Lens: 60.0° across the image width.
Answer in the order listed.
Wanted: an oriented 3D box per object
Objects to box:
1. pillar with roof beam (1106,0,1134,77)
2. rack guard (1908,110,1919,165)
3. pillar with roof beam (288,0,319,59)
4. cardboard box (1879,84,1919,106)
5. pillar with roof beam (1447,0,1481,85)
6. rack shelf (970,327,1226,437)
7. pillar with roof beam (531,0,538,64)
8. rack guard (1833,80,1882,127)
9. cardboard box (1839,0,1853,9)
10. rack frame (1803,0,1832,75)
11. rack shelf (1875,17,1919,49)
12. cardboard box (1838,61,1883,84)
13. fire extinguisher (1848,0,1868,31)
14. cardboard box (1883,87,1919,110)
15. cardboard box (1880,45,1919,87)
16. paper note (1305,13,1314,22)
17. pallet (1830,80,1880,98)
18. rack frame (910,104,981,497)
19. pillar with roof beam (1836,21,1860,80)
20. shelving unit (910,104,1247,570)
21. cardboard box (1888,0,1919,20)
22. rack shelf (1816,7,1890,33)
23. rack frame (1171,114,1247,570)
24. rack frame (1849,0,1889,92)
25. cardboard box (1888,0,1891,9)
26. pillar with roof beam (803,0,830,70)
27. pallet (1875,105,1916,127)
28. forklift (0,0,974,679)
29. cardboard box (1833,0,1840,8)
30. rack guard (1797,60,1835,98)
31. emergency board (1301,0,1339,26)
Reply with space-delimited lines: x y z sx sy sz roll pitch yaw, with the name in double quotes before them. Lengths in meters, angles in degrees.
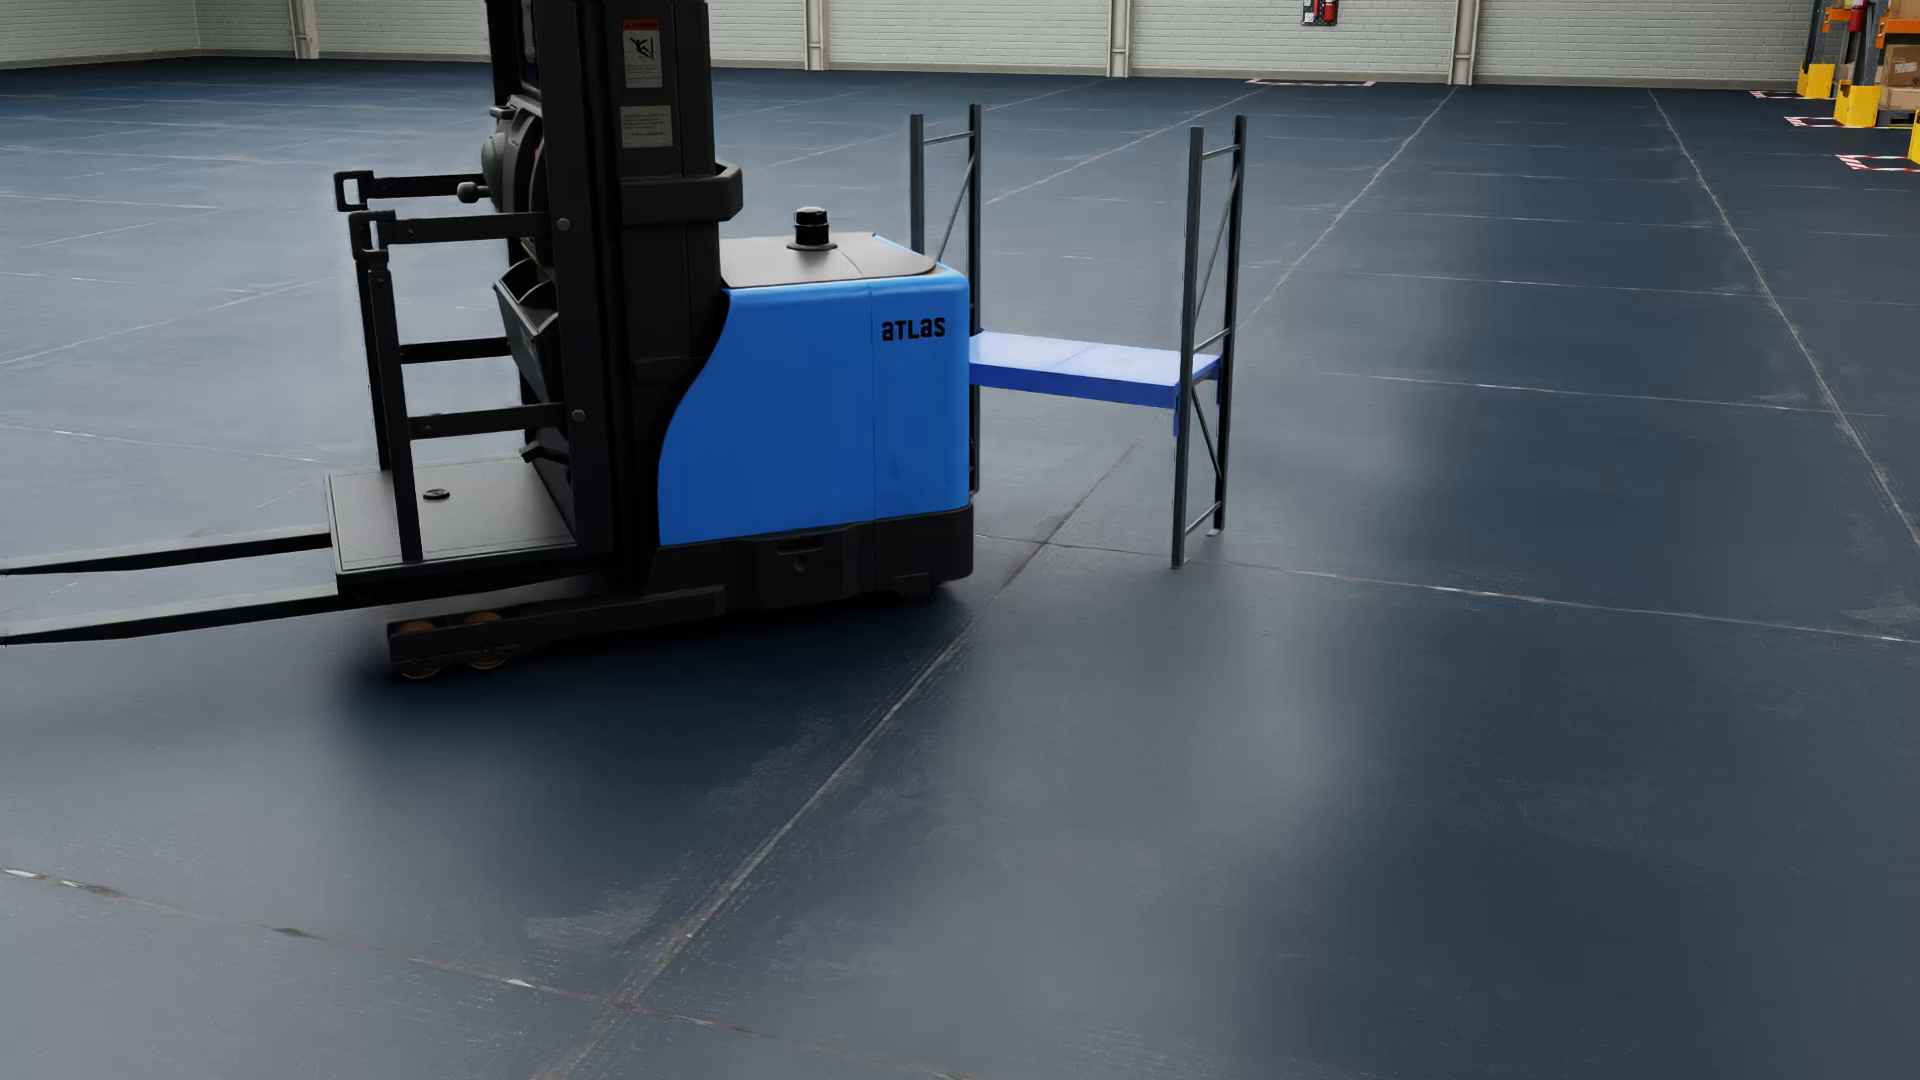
"pillar with roof beam" 1.493 -11.378 25.046 0.400 9.000 9.100 7 20 18
"rack guard" 10.132 -4.140 17.193 0.348 0.500 1.175 7 20 18
"pillar with roof beam" -15.510 -13.322 30.624 0.400 9.000 9.100 7 20 18
"cardboard box" 12.277 -5.787 21.661 0.500 0.250 0.500 7 20 18
"pillar with roof beam" 7.161 -10.730 23.187 0.400 9.000 9.100 7 20 18
"rack shelf" 0.407 -0.586 6.025 1.000 0.185 0.538 9 21 25
"pillar with roof beam" -9.843 -12.674 28.765 0.400 9.000 9.100 7 20 18
"rack guard" 11.651 -5.676 21.599 0.348 0.500 1.175 7 20 18
"cardboard box" 13.653 -8.181 25.187 0.500 0.250 0.500 6 20 16
"rack frame" 13.296 -8.394 25.600 0.127 3.000 1.000 7 20 18
"rack shelf" 13.563 -6.298 20.679 4.000 0.370 1.077 7 20 18
"cardboard box" 13.920 -7.230 25.676 0.500 0.311 0.500 4 20 12
"fire extinguisher" 11.715 -6.974 21.644 0.183 0.674 0.296 7 20 18
"cardboard box" 12.107 -5.626 21.199 0.500 0.250 0.500 7 20 18
"cardboard box" 12.278 -6.142 21.540 0.500 0.500 0.500 7 20 18
"paper note" 6.107 -9.139 29.076 0.142 0.148 0.016 7 20 18
"pallet" 14.124 -6.970 25.753 1.213 0.211 1.003 7 20 18
"rack frame" -0.047 -0.831 6.182 0.032 1.500 0.500 9 21 25
"pillar with roof beam" 12.828 -10.082 21.328 0.400 9.000 9.100 7 20 18
"shelving unit" 0.407 -0.756 5.965 1.048 1.500 0.538 9 21 25
"cardboard box" 12.111 -6.846 21.008 0.500 0.500 0.700 7 20 18
"rack shelf" 15.185 -7.838 25.099 4.000 0.370 1.077 7 20 18
"rack frame" 0.861 -0.680 5.749 0.032 1.500 0.500 9 21 25
"rack frame" 11.674 -6.854 21.181 0.127 3.000 1.000 7 20 18
"cardboard box" 14.148 -8.130 25.039 0.500 0.250 0.500 6 20 16
"pillar with roof beam" -4.175 -12.026 26.905 0.400 9.000 9.100 7 20 18
"pallet" 12.410 -5.467 21.440 1.213 0.211 1.003 7 20 18
"forklift" -1.524 -1.171 4.983 3.031 2.935 1.130 -7 21 -20
"cardboard box" 13.801 -8.343 25.650 0.500 0.250 0.500 7 20 19
"rack guard" 13.368 -7.206 25.988 0.348 0.500 1.175 7 20 18
"emergency board" 6.251 -9.514 28.814 0.643 1.169 0.194 7 20 18
